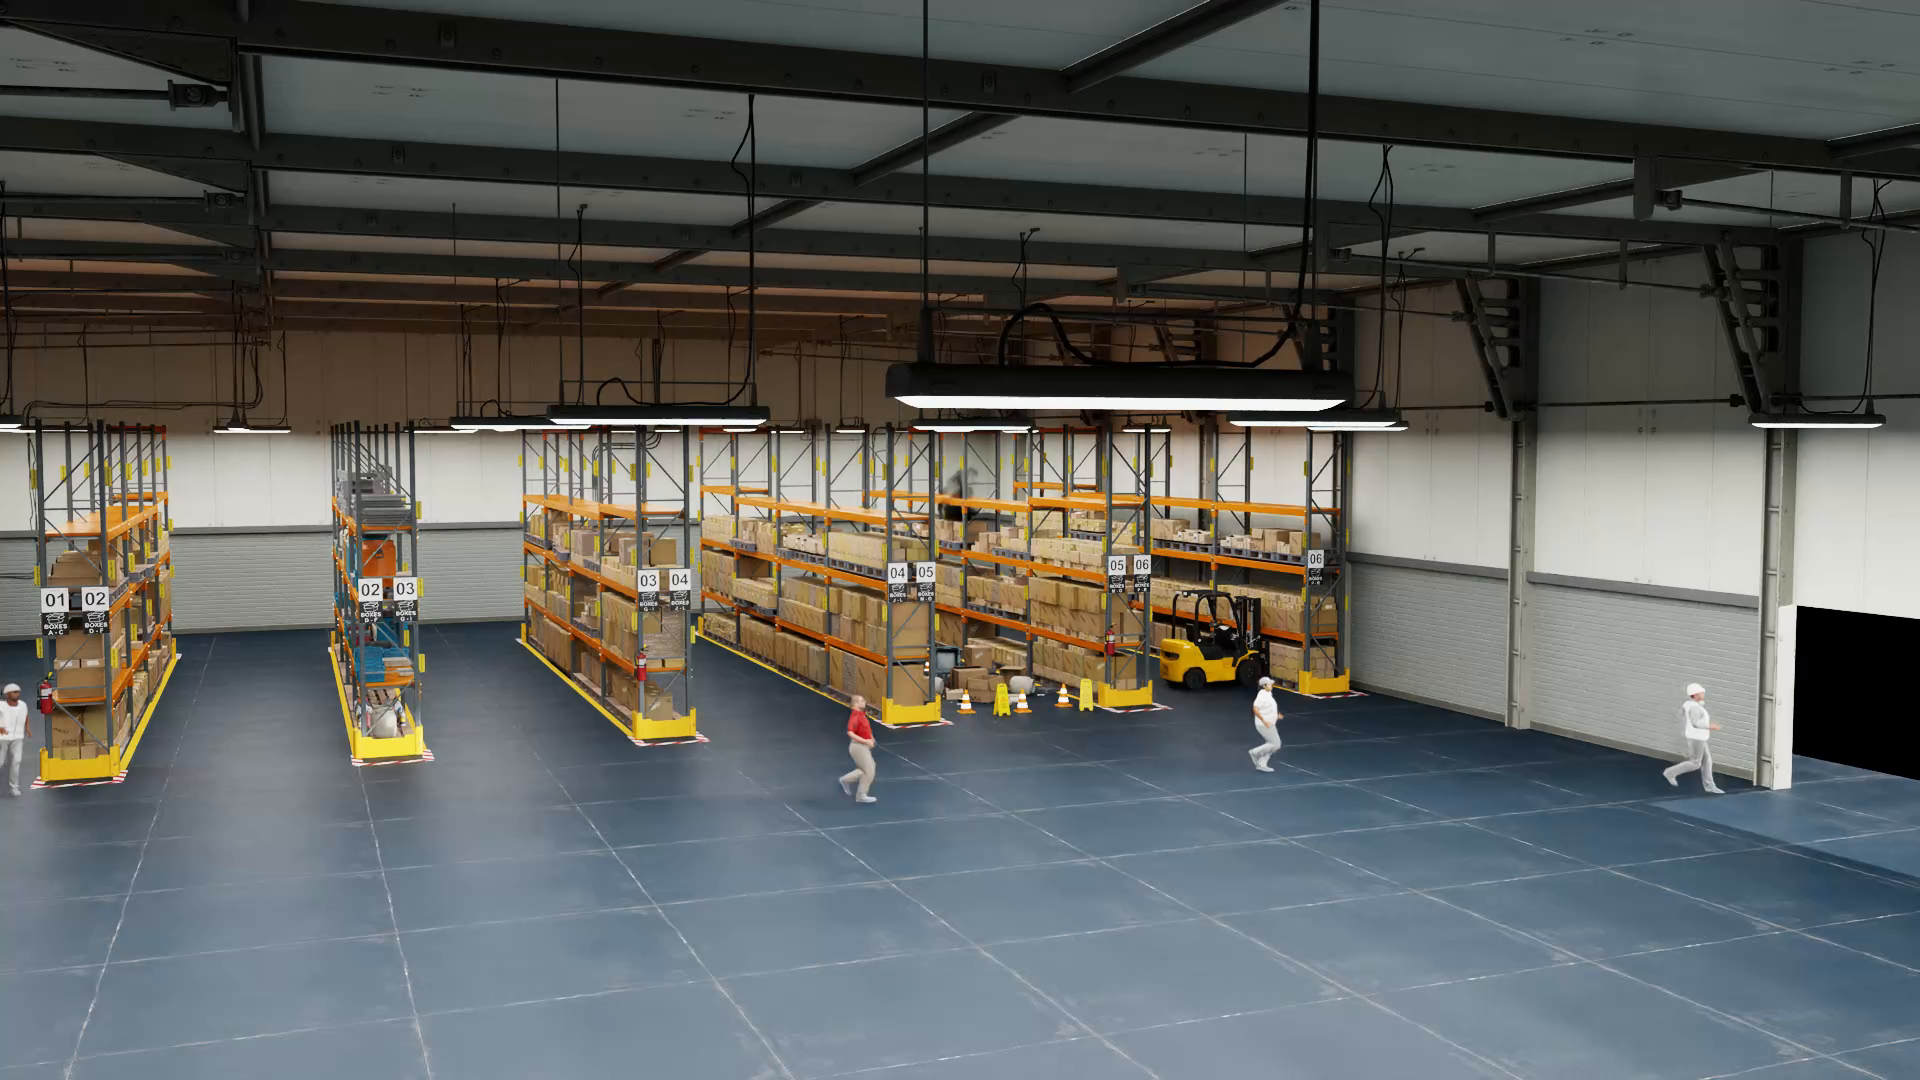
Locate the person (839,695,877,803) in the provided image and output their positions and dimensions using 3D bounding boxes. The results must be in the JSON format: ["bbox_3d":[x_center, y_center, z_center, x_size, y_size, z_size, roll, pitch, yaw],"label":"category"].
[{"bbox_3d":[-1.596,3.290,25.973,0.625,1.606,0.661,0,4,3],"label":"person"}]

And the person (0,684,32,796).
[{"bbox_3d":[-15.180,3.175,26.598,0.971,1.736,0.762,2,4,34],"label":"person"}]

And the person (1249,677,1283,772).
[{"bbox_3d":[5.231,3.144,28.367,0.547,1.624,0.607,1,4,15],"label":"person"}]

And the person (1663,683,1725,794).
[{"bbox_3d":[11.759,3.173,26.562,0.901,1.770,0.661,1,4,20],"label":"person"}]
